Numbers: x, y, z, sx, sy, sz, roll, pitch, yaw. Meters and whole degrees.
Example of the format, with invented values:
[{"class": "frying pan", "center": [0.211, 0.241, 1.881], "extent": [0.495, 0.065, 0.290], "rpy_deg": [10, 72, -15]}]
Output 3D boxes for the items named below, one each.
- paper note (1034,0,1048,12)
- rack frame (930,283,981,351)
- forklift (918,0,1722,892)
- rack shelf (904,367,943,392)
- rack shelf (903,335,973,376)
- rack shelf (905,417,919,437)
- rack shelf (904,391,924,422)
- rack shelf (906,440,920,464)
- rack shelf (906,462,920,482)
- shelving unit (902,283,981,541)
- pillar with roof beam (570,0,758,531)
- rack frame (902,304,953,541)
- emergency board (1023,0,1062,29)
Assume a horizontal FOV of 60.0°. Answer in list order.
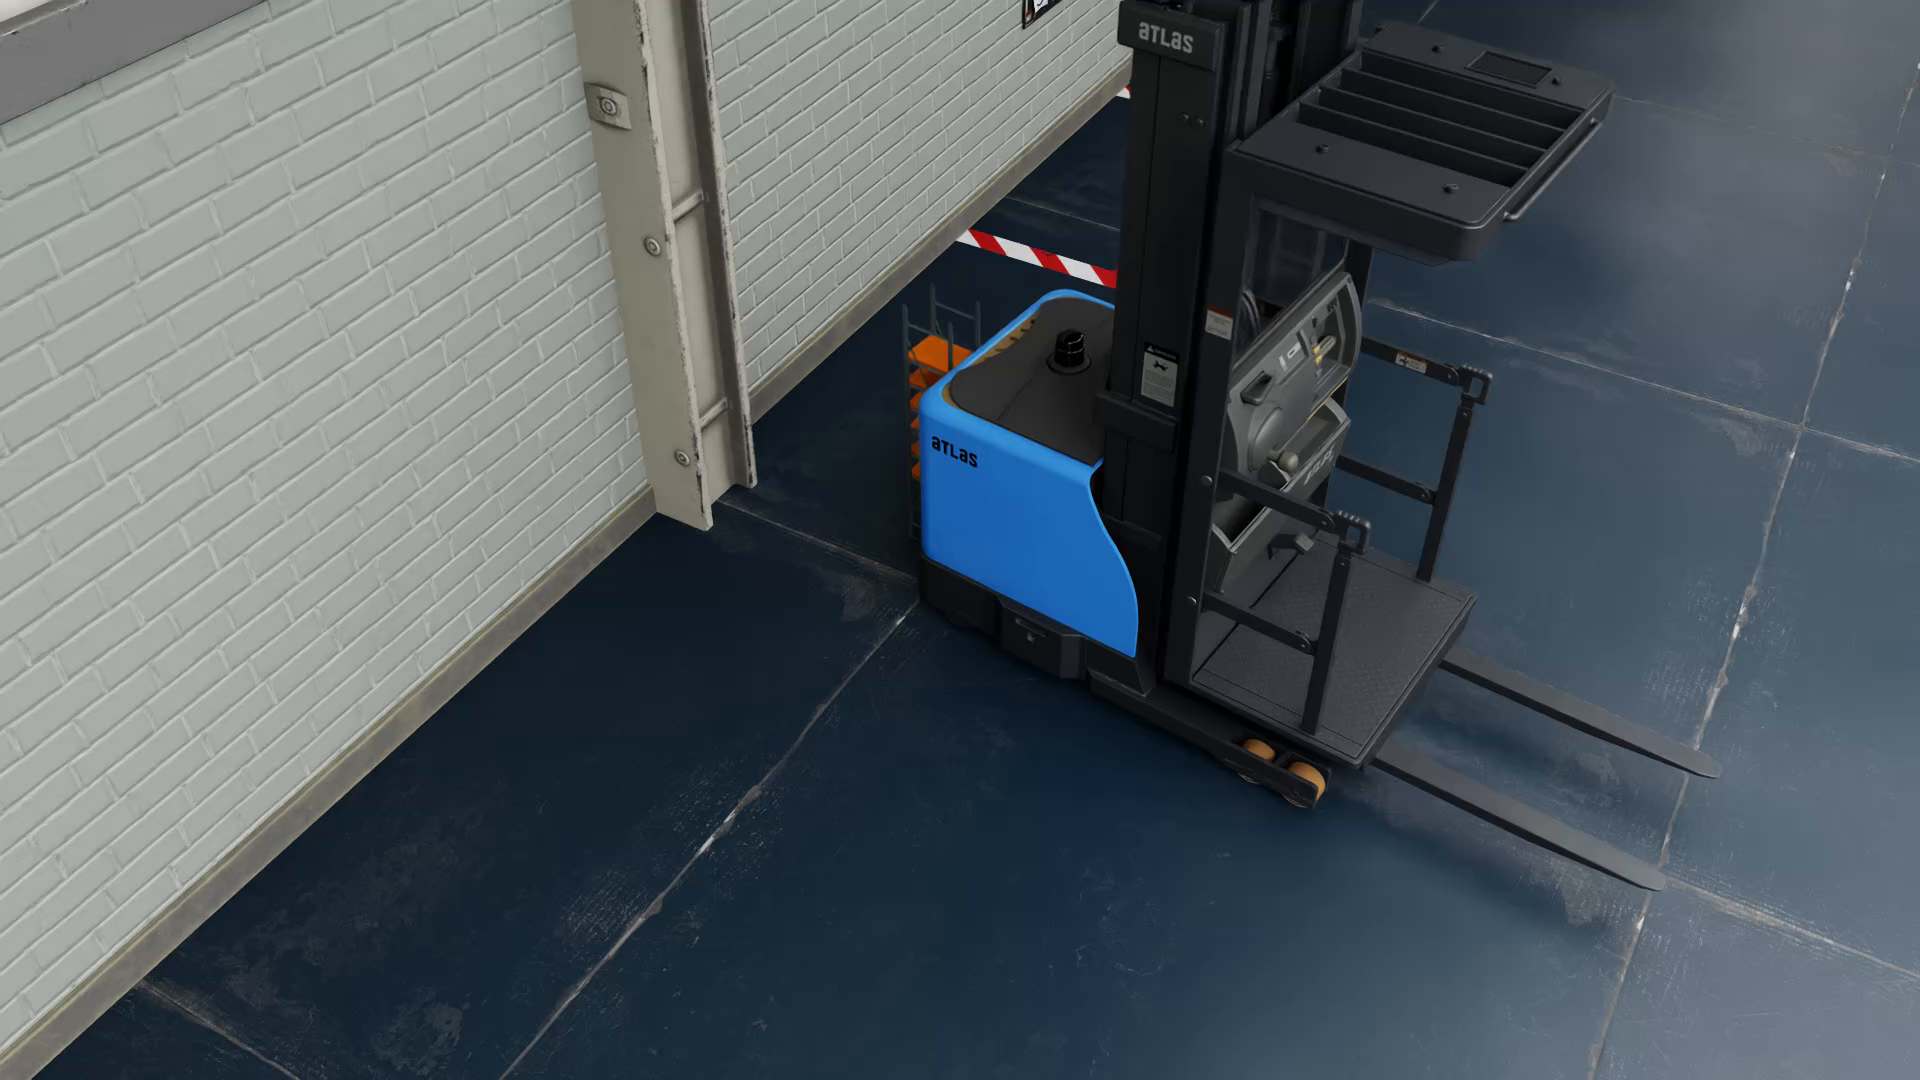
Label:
[{"class": "paper note", "center": [0.438, -2.950, 8.997], "extent": [0.016, 0.148, 0.142], "rpy_deg": [21, 45, 22]}, {"class": "rack frame", "center": [-0.018, -0.521, 6.933], "extent": [0.240, 1.200, 0.006], "rpy_deg": [25, 47, 26]}, {"class": "forklift", "center": [1.321, -0.518, 5.621], "extent": [3.031, 2.935, 1.130], "rpy_deg": [25, 47, 26]}, {"class": "rack shelf", "center": [-0.072, -0.619, 6.749], "extent": [0.258, 0.103, 0.180], "rpy_deg": [25, 47, 26]}, {"class": "rack shelf", "center": [-0.072, -0.709, 6.669], "extent": [0.258, 0.103, 0.180], "rpy_deg": [25, 47, 26]}, {"class": "rack shelf", "center": [-0.071, -0.438, 6.907], "extent": [0.258, 0.103, 0.180], "rpy_deg": [25, 47, 26]}, {"class": "rack shelf", "center": [-0.072, -0.529, 6.828], "extent": [0.258, 0.103, 0.180], "rpy_deg": [25, 47, 26]}, {"class": "rack shelf", "center": [-0.071, -0.348, 6.986], "extent": [0.258, 0.103, 0.180], "rpy_deg": [25, 47, 26]}, {"class": "rack shelf", "center": [-0.071, -0.258, 7.066], "extent": [0.258, 0.103, 0.180], "rpy_deg": [25, 47, 26]}, {"class": "shelving unit", "center": [-0.072, -0.472, 6.878], "extent": [0.258, 1.200, 0.189], "rpy_deg": [25, 47, 26]}, {"class": "pillar with roof beam", "center": [2.580, -2.155, 2.888], "extent": [9.100, 9.000, 0.400], "rpy_deg": [21, 45, 22]}, {"class": "rack frame", "center": [-0.125, -0.423, 6.822], "extent": [0.240, 1.200, 0.006], "rpy_deg": [25, 47, 26]}, {"class": "emergency board", "center": [0.566, -3.360, 8.796], "extent": [0.157, 1.169, 0.626], "rpy_deg": [21, 45, 22]}]
